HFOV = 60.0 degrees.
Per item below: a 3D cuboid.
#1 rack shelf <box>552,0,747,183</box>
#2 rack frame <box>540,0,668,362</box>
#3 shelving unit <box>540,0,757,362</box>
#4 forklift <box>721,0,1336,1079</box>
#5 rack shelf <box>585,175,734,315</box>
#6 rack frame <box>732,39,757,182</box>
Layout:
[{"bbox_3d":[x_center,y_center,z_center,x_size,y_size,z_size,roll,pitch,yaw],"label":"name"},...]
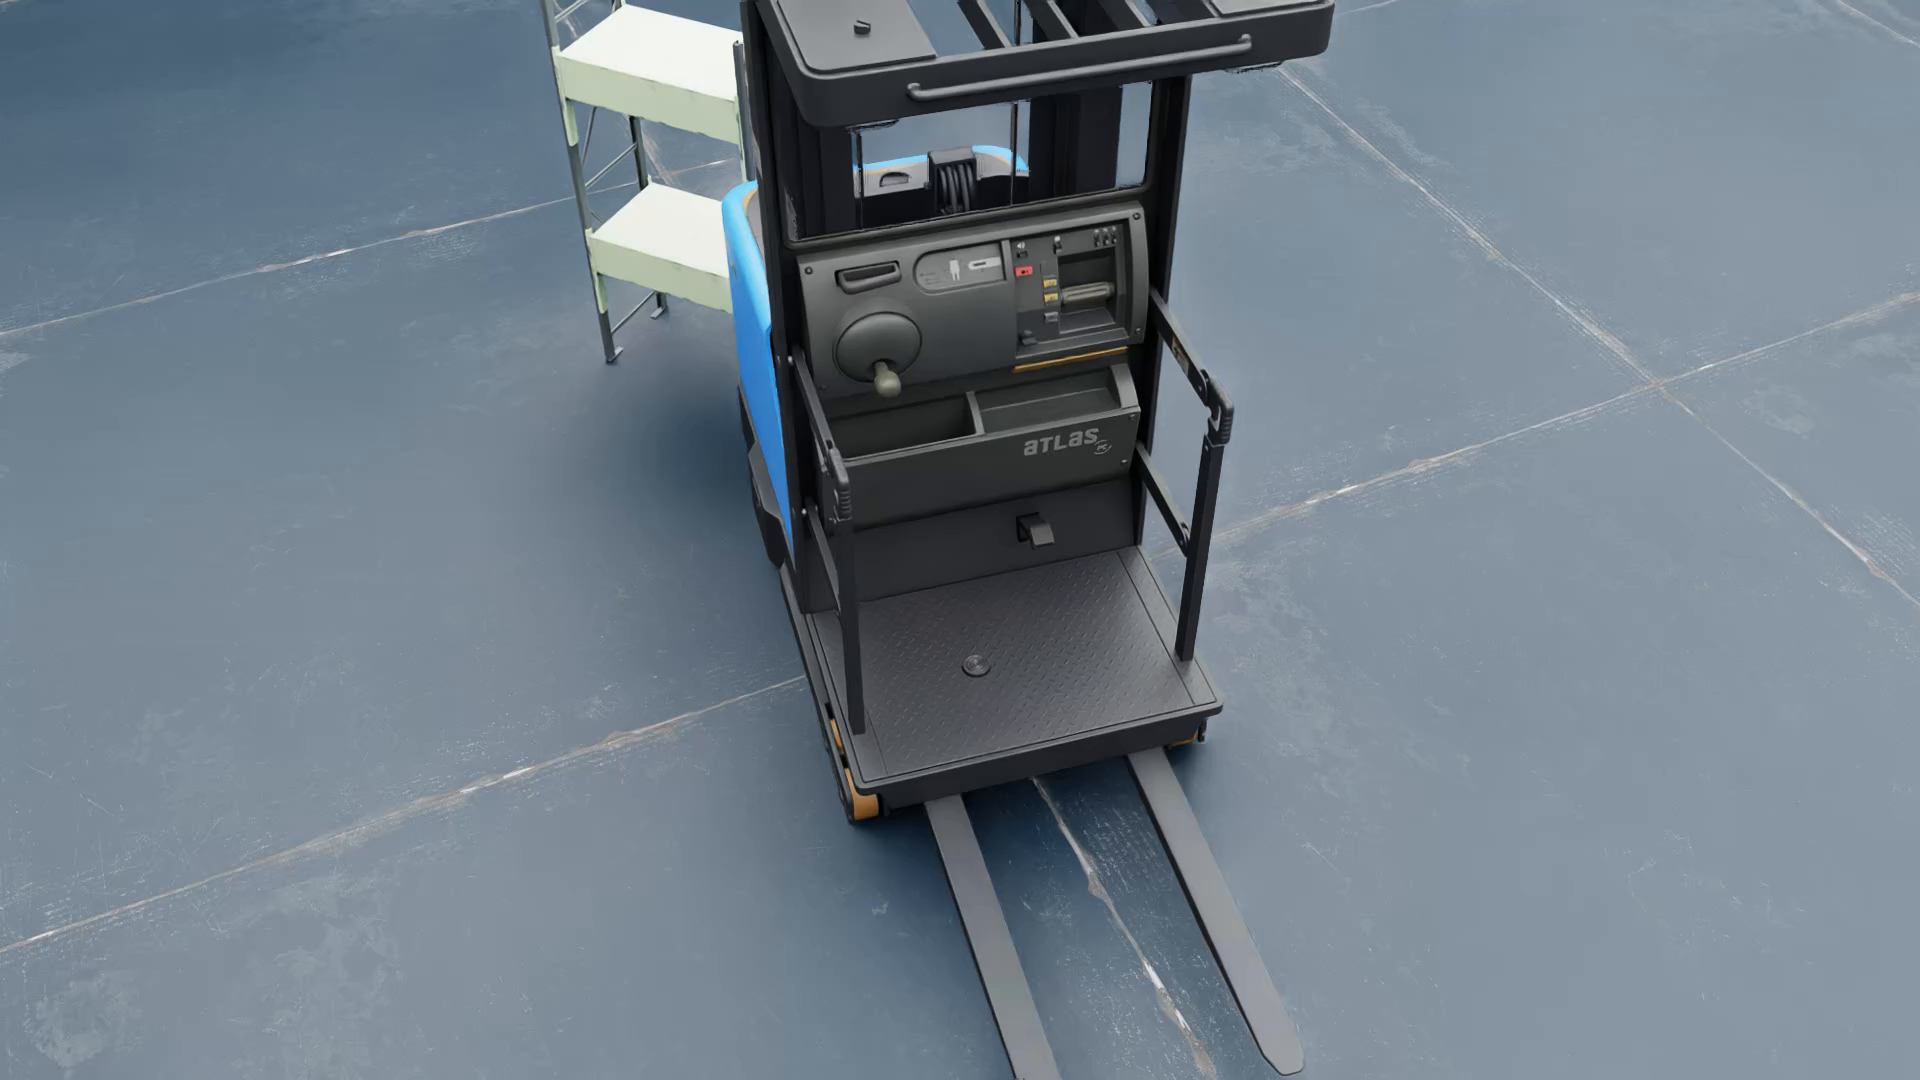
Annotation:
[{"bbox_3d":[-0.944,-1.521,5.666,0.720,0.370,0.431,19,47,18],"label":"rack shelf"},{"bbox_3d":[-1.274,-1.354,6.053,0.023,1.500,0.400,19,47,18],"label":"rack frame"},{"bbox_3d":[-0.945,-1.242,5.939,0.755,1.500,0.431,19,47,18],"label":"shelving unit"},{"bbox_3d":[0.109,-0.532,4.203,1.130,2.935,3.031,-11,46,-11],"label":"forklift"},{"bbox_3d":[-0.945,-1.009,6.167,0.720,0.370,0.431,19,47,18],"label":"rack shelf"},{"bbox_3d":[-0.615,-1.130,5.826,0.023,1.500,0.400,19,47,18],"label":"rack frame"}]
